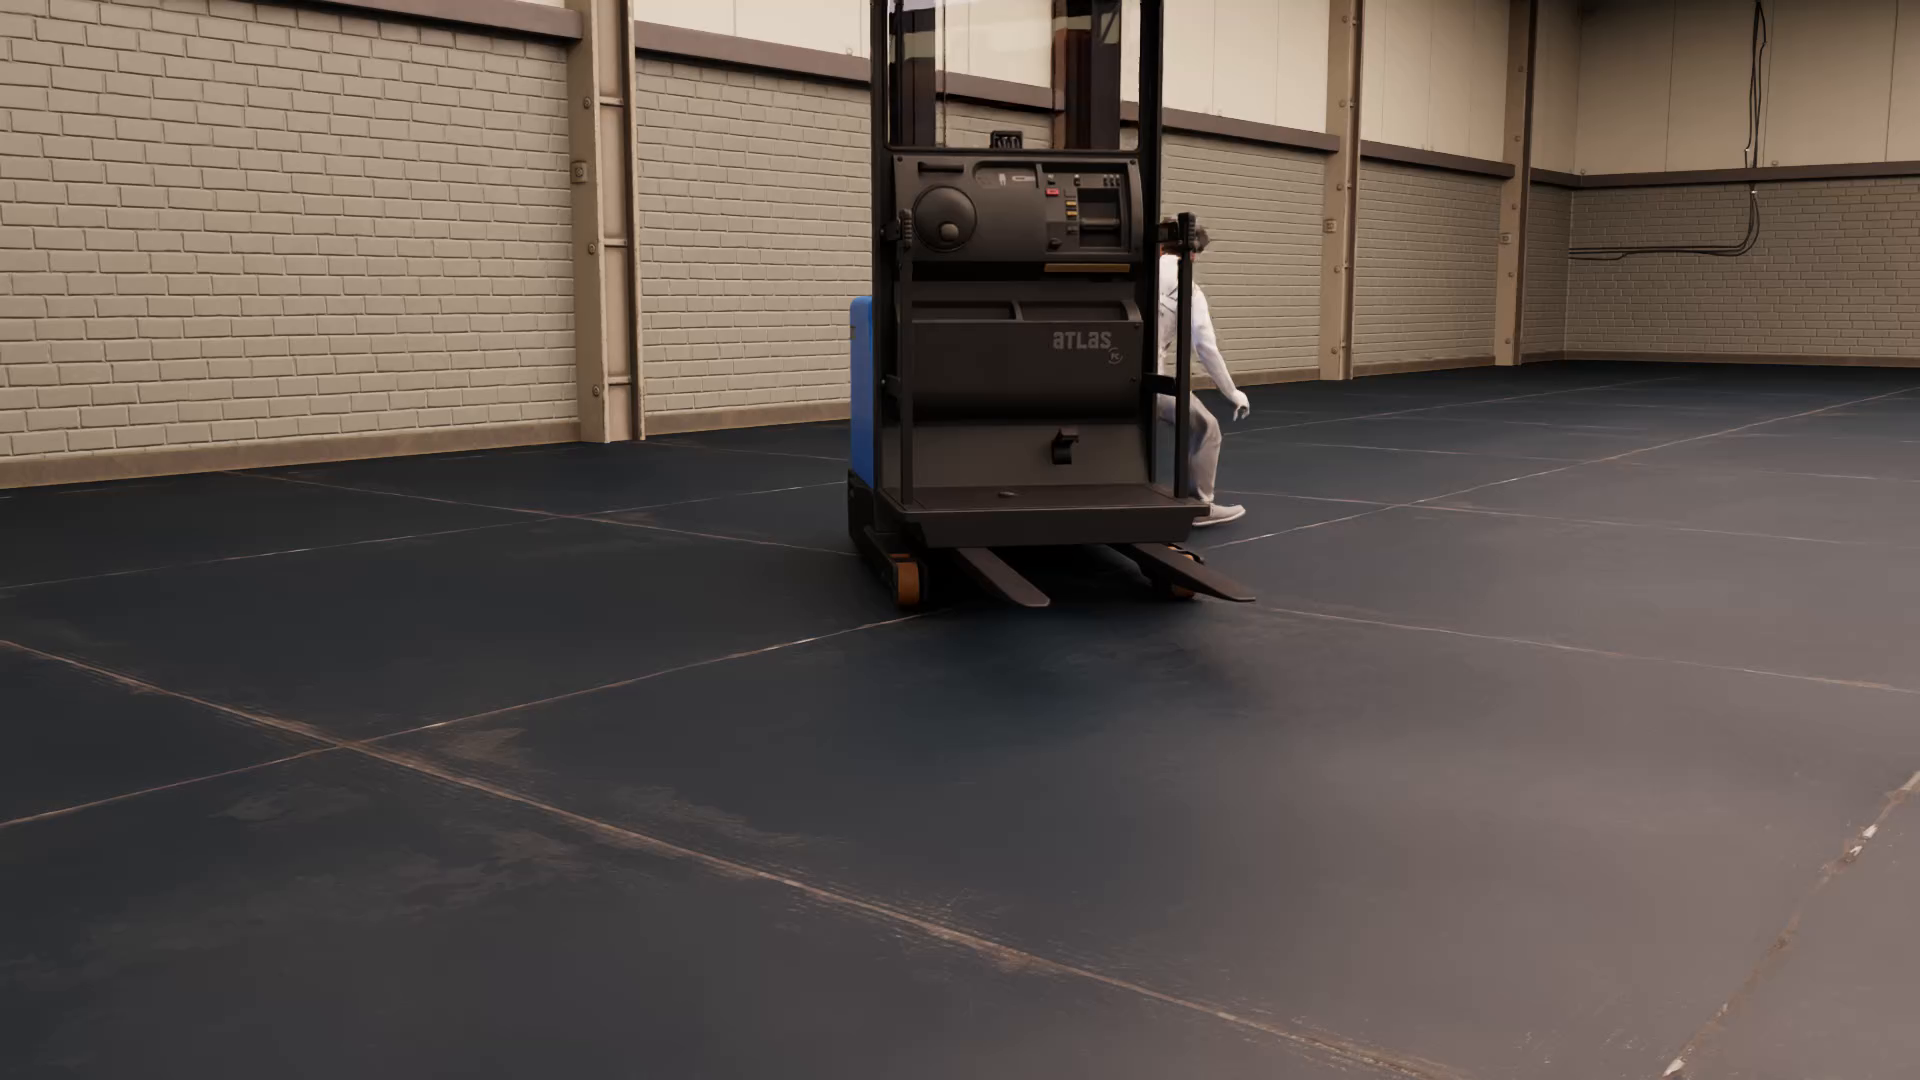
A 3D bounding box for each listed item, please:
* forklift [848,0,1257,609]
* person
[{"bbox_3d":[0.256,-1.270,5.959,1.130,2.935,3.031,-1,8,-10],"label":"forklift"},{"bbox_3d":[0.754,-0.762,7.665,1.090,1.431,0.744,5,10,29],"label":"person"}]
